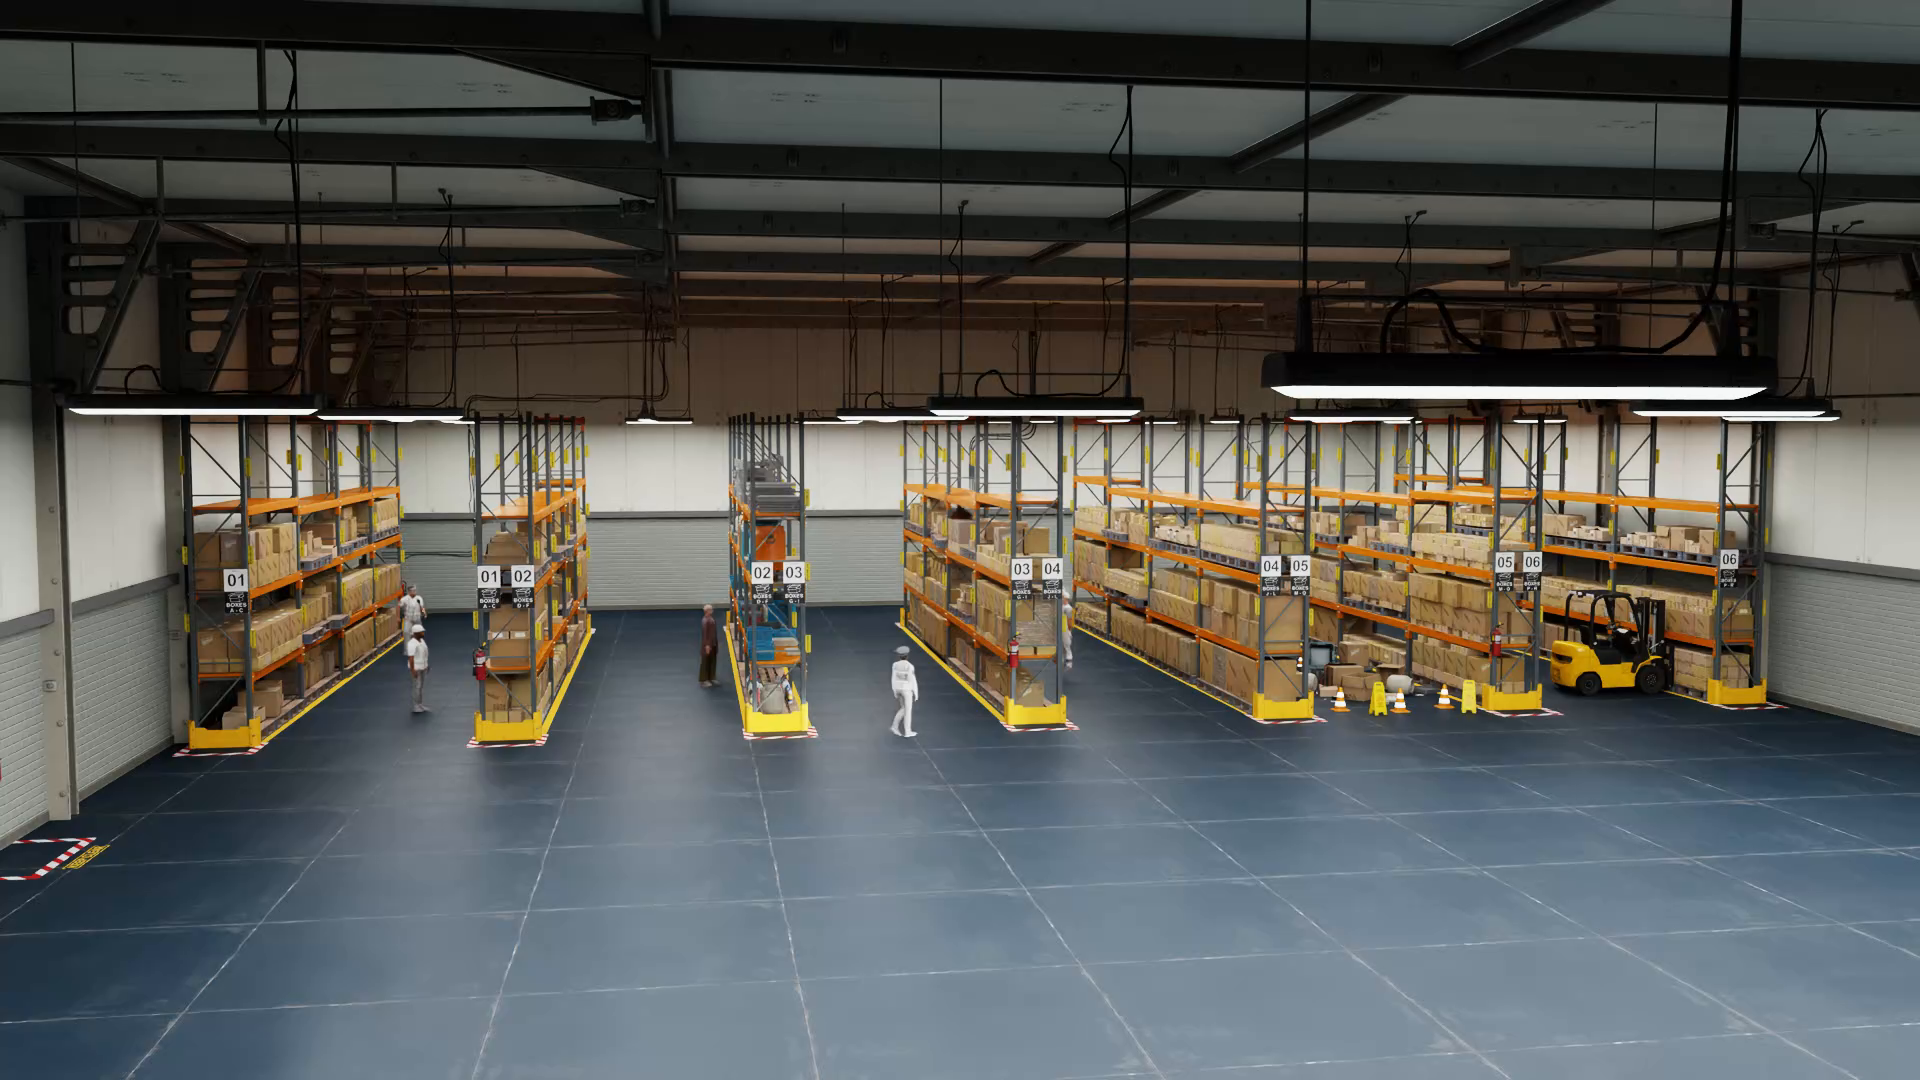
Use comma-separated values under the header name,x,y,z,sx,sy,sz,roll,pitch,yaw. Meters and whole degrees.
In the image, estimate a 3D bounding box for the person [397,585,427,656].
name,x,y,z,sx,sy,sz,roll,pitch,yaw
person,-13.872,2.012,42.119,0.765,1.765,0.986,-1,4,-9

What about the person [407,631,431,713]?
name,x,y,z,sx,sy,sz,roll,pitch,yaw
person,-10.868,2.587,33.367,0.384,1.730,0.630,1,4,15

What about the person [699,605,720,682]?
name,x,y,z,sx,sy,sz,roll,pitch,yaw
person,-5.564,2.274,36.845,0.346,1.699,0.597,2,4,22

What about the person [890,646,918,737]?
name,x,y,z,sx,sy,sz,roll,pitch,yaw
person,-1.016,2.806,30.728,0.449,1.704,0.528,-3,5,-41

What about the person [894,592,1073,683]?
name,x,y,z,sx,sy,sz,roll,pitch,yaw
person,0.619,2.283,34.365,6.493,1.730,5.771,-2,4,-25
